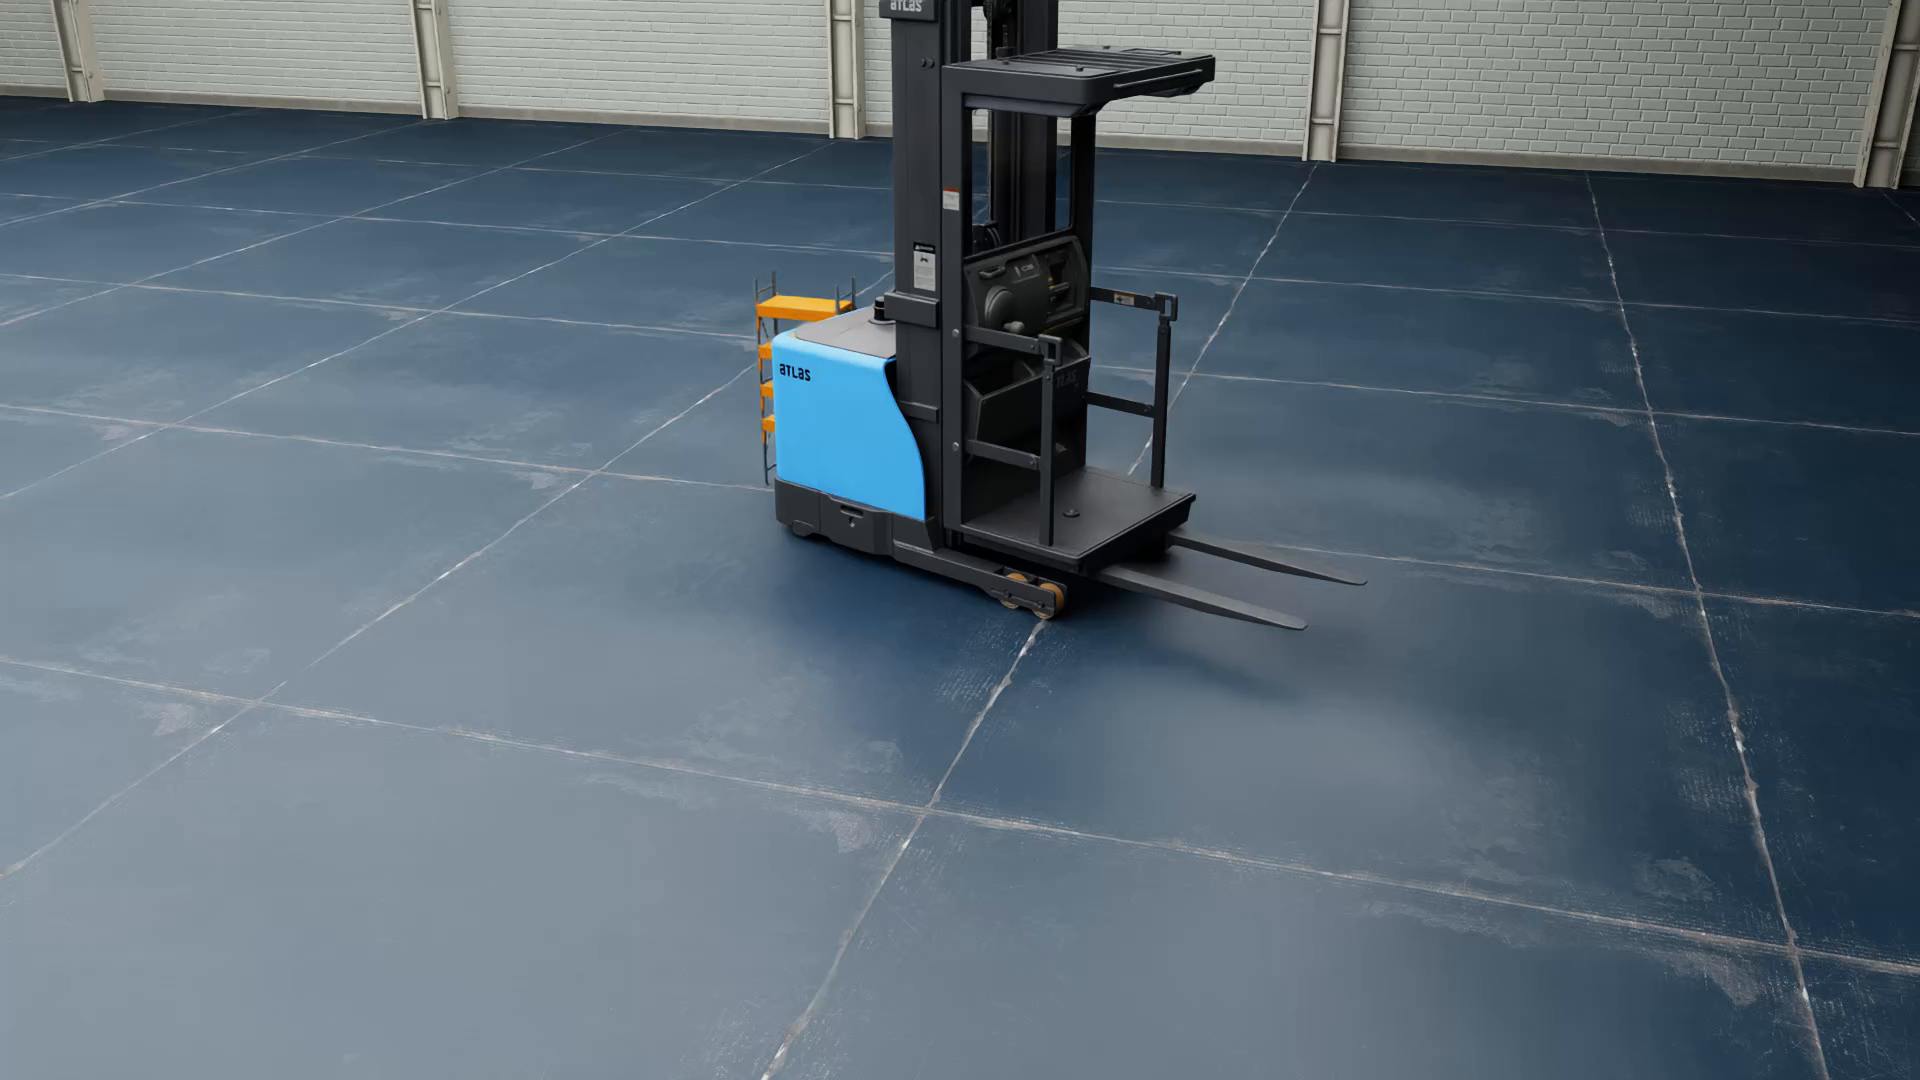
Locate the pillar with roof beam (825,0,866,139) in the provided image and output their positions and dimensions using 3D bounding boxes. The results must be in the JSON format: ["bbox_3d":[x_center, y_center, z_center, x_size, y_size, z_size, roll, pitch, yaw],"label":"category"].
[{"bbox_3d":[-2.689,-7.803,15.936,0.400,9.000,9.100,7,23,16],"label":"pillar with roof beam"}]

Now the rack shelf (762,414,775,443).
[{"bbox_3d":[-0.848,-0.633,9.427,0.480,0.148,0.258,8,23,19],"label":"rack shelf"}]

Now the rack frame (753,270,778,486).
[{"bbox_3d":[-1.078,-0.911,9.408,0.015,1.200,0.240,8,23,19],"label":"rack frame"}]

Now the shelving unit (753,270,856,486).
[{"bbox_3d":[-0.849,-0.880,9.328,0.503,1.200,0.258,8,23,19],"label":"shelving unit"}]

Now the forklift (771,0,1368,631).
[{"bbox_3d":[0.494,-1.211,7.861,3.031,2.935,1.130,16,27,34],"label":"forklift"}]

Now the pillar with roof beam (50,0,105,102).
[{"bbox_3d":[-14.177,-9.119,19.143,0.400,9.000,9.100,7,23,16],"label":"pillar with roof beam"}]

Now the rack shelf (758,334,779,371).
[{"bbox_3d":[-0.850,-1.025,9.269,0.480,0.148,0.258,8,23,19],"label":"rack shelf"}]

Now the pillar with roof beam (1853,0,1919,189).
[{"bbox_3d":[8.799,-6.488,12.729,0.400,9.000,9.100,7,23,16],"label":"pillar with roof beam"}]

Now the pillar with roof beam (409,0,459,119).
[{"bbox_3d":[-8.433,-8.461,17.539,0.400,9.000,9.100,7,23,16],"label":"pillar with roof beam"}]

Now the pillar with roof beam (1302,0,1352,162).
[{"bbox_3d":[3.055,-7.146,14.332,0.400,9.000,9.100,7,23,16],"label":"pillar with roof beam"}]

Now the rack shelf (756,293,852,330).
[{"bbox_3d":[-0.851,-1.244,9.181,0.480,0.148,0.258,8,23,19],"label":"rack shelf"}]

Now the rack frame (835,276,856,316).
[{"bbox_3d":[-0.621,-0.849,9.248,0.015,1.200,0.240,8,23,19],"label":"rack frame"}]

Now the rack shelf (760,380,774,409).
[{"bbox_3d":[-0.849,-0.817,9.353,0.480,0.148,0.258,8,23,19],"label":"rack shelf"}]
